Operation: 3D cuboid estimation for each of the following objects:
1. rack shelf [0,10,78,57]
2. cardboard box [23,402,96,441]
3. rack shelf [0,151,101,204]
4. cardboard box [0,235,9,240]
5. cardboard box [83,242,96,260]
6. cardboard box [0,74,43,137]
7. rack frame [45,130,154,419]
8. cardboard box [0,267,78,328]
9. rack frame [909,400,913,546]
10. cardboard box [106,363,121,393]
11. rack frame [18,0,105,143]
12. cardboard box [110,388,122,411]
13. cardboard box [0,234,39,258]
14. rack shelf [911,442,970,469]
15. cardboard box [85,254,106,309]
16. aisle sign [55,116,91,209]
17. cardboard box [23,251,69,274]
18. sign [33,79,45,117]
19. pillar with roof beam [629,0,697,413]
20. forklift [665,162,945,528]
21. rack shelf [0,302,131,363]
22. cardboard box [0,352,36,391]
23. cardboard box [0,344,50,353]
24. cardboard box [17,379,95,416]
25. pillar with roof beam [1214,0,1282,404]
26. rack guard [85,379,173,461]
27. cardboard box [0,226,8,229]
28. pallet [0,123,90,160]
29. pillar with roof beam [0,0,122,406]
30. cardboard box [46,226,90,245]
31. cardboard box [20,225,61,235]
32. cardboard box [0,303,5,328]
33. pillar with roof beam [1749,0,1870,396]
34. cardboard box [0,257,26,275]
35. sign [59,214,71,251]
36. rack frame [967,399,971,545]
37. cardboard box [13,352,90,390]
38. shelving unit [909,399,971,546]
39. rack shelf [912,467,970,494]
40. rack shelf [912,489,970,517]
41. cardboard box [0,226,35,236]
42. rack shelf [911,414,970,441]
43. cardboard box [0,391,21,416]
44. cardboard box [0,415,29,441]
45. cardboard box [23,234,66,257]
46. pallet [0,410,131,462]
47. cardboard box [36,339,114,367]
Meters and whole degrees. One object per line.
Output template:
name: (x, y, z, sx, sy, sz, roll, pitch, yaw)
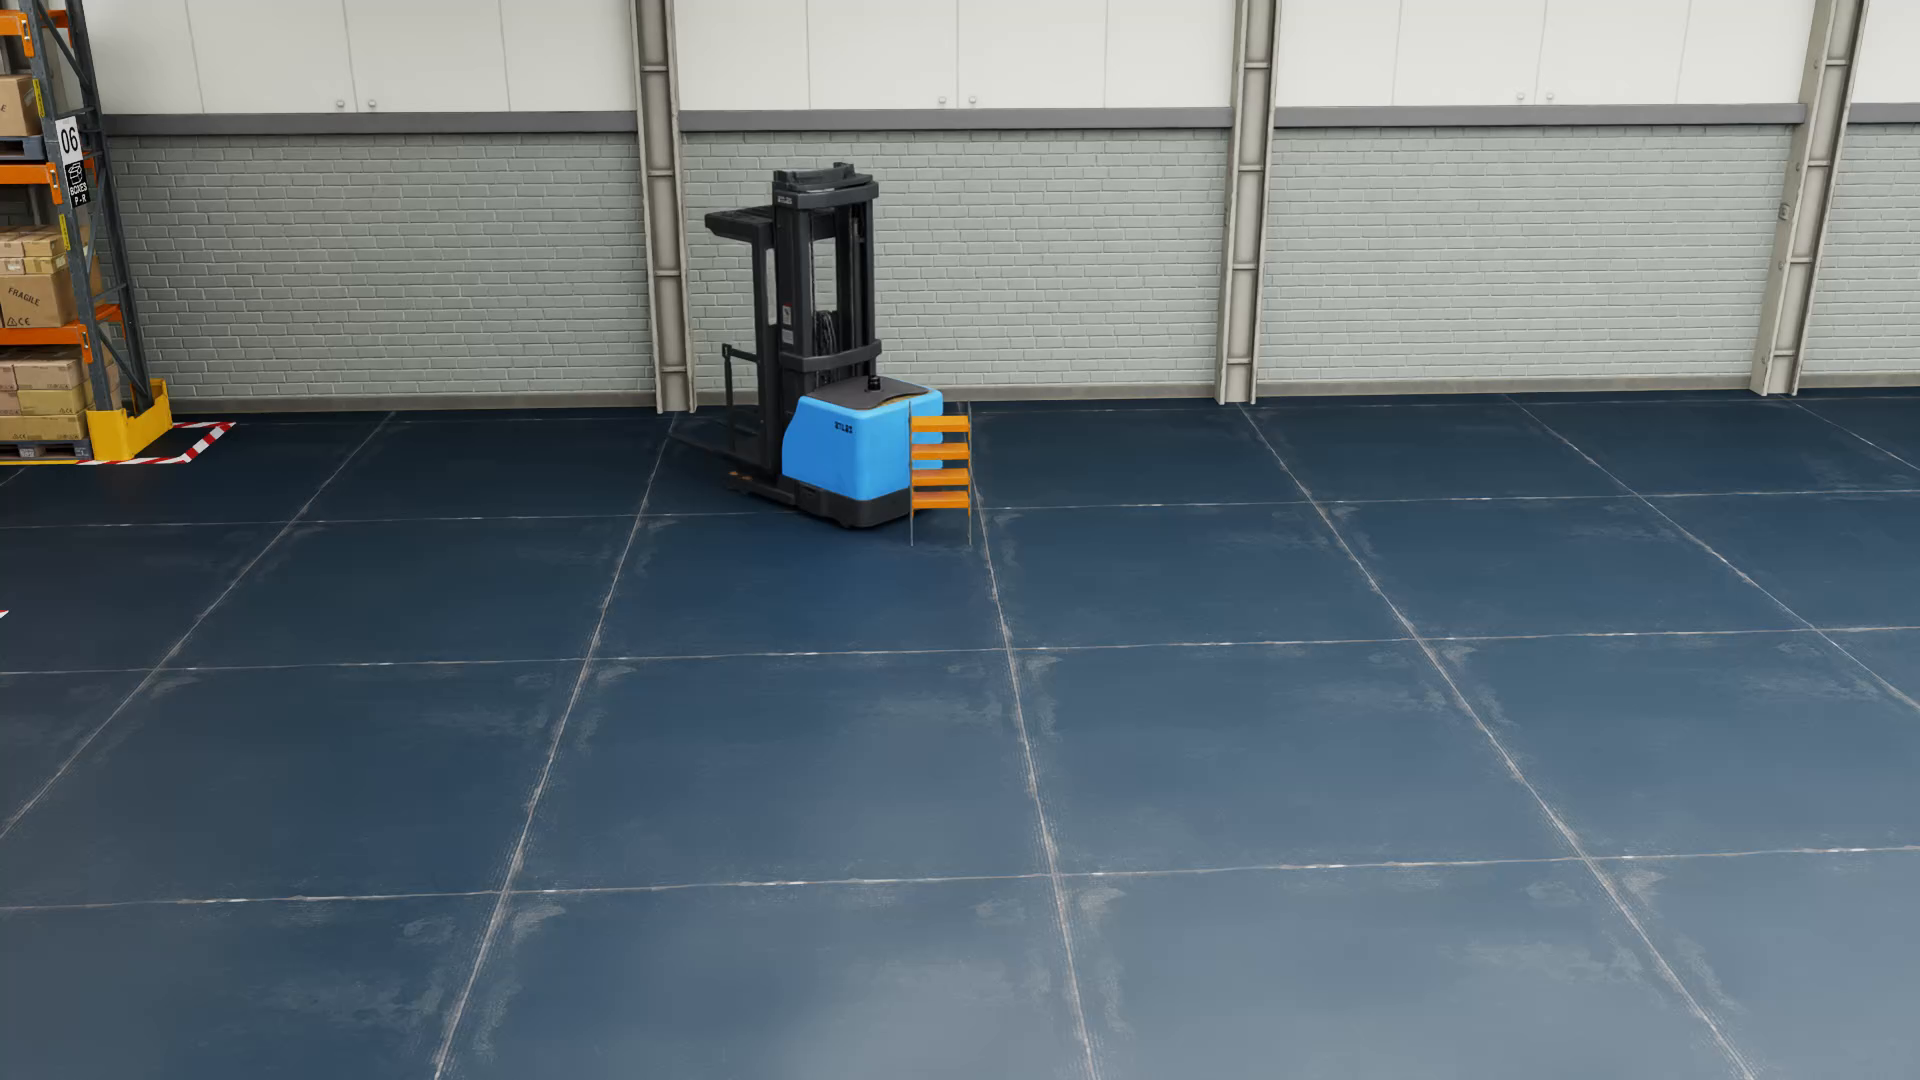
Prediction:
rack shelf: (-10.253, -4.610, 15.087, 4.000, 0.370, 1.077, -1, 21, -3)
cardboard box: (-8.707, -1.159, 16.156, 0.500, 0.250, 0.500, -1, 21, -3)
rack shelf: (-10.253, -3.395, 15.549, 4.000, 0.370, 1.077, -1, 21, -3)
cardboard box: (-9.106, -2.746, 15.578, 0.250, 0.149, 0.380, -1, 21, -2)
cardboard box: (-8.610, -2.805, 16.152, 0.250, 0.149, 0.380, -2, 21, -4)
cardboard box: (-8.684, -3.966, 15.167, 0.500, 0.500, 0.500, 0, 21, -1)
rack frame: (-8.256, -2.370, 16.062, 0.127, 3.000, 1.000, -1, 21, -3)
cardboard box: (-8.732, -2.313, 15.772, 0.500, 0.500, 0.500, -2, 21, -4)
rack frame: (-0.409, -0.552, 13.817, 0.015, 1.200, 0.240, -1, 21, -3)
cardboard box: (-8.737, -1.579, 16.556, 0.500, 0.250, 0.500, -1, 21, -2)
rack frame: (-8.256, -5.174, 14.994, 0.127, 3.000, 1.000, -1, 21, -3)
cardboard box: (-8.758, -1.341, 16.632, 0.500, 0.250, 0.500, -1, 21, -3)
cardboard box: (-8.846, -2.761, 15.618, 0.250, 0.149, 0.380, -1, 21, -3)
rack shelf: (-0.165, -0.704, 13.774, 0.480, 0.148, 0.258, -1, 21, -3)
cardboard box: (-8.766, -2.505, 16.276, 0.500, 0.500, 0.500, 0, 21, -1)
aisle sign: (-8.174, -3.482, 15.328, 0.004, 0.787, 0.394, -1, 21, -3)
cardboard box: (-8.586, -2.613, 15.648, 0.250, 0.149, 0.380, -1, 21, -2)
sign: (-8.239, -3.956, 14.877, 0.005, 0.325, 0.100, -1, 21, -3)
pillar with roof beam: (-2.767, -4.072, 12.101, 0.400, 9.000, 9.100, -1, 21, -3)
forklift: (-1.542, -1.902, 14.928, 3.031, 2.935, 1.130, 19, 28, 41)
rack shelf: (-10.253, -1.993, 16.083, 4.000, 0.370, 1.077, -1, 21, -3)
cardboard box: (-9.207, -1.616, 15.950, 0.500, 0.250, 0.500, -1, 21, -2)
cardboard box: (-9.245, -1.795, 16.419, 0.500, 0.250, 0.500, -1, 21, -3)
cardboard box: (-8.724, -1.394, 16.069, 0.500, 0.250, 0.500, -1, 21, -4)
pillar with roof beam: (3.224, -4.194, 12.421, 0.400, 9.000, 9.100, -1, 21, -3)
rack guard: (-8.232, -1.202, 16.508, 0.348, 0.500, 1.175, -1, 21, -3)
cardboard box: (-9.377, -2.924, 16.048, 0.250, 0.149, 0.380, -1, 21, -3)
pallet: (-8.963, -3.725, 15.530, 1.213, 0.211, 1.003, -1, 21, -3)
pillar with roof beam: (-8.757, -3.950, 11.781, 0.400, 9.000, 9.100, -1, 21, -3)
cardboard box: (-8.604, -2.928, 16.057, 0.250, 0.149, 0.380, -2, 21, -4)
cardboard box: (-8.873, -2.945, 16.101, 0.250, 0.149, 0.380, 0, 21, -1)
cardboard box: (-9.251, -2.306, 15.753, 0.500, 0.500, 0.500, -1, 21, -1)
pillar with roof beam: (9.214, -4.316, 12.741, 0.400, 9.000, 9.100, -1, 21, -3)
cardboard box: (-8.840, -2.598, 15.607, 0.250, 0.149, 0.380, -1, 21, -2)
sign: (-8.239, -2.829, 15.306, 0.005, 0.325, 0.100, -1, 21, -3)
rack frame: (0.078, -0.562, 13.843, 0.015, 1.200, 0.240, -1, 21, -3)
cardboard box: (-8.698, -1.628, 15.983, 0.500, 0.250, 0.500, 0, 21, -1)
shelving unit: (-0.165, -0.557, 13.830, 0.503, 1.200, 0.258, -1, 21, -3)
rack shelf: (-0.165, -0.494, 13.854, 0.480, 0.148, 0.258, -1, 21, -3)
rack shelf: (-0.165, -0.309, 13.925, 0.480, 0.148, 0.258, -1, 21, -3)
cardboard box: (-9.130, -2.924, 16.047, 0.250, 0.149, 0.380, -1, 21, -2)
rack shelf: (-0.165, -0.925, 13.690, 0.480, 0.148, 0.258, -1, 21, -3)
cardboard box: (-9.225, -1.388, 16.053, 0.500, 0.250, 0.500, -1, 21, -4)
cardboard box: (-9.204, -1.153, 16.139, 0.500, 0.250, 0.500, -1, 21, -3)
cardboard box: (-8.602, -2.777, 15.660, 0.250, 0.149, 0.380, -1, 21, -3)
pallet: (-9.017, -1.036, 16.478, 1.213, 0.211, 1.003, -1, 21, -3)
cardboard box: (-8.747, -1.806, 16.449, 0.500, 0.250, 0.500, -1, 21, -4)
